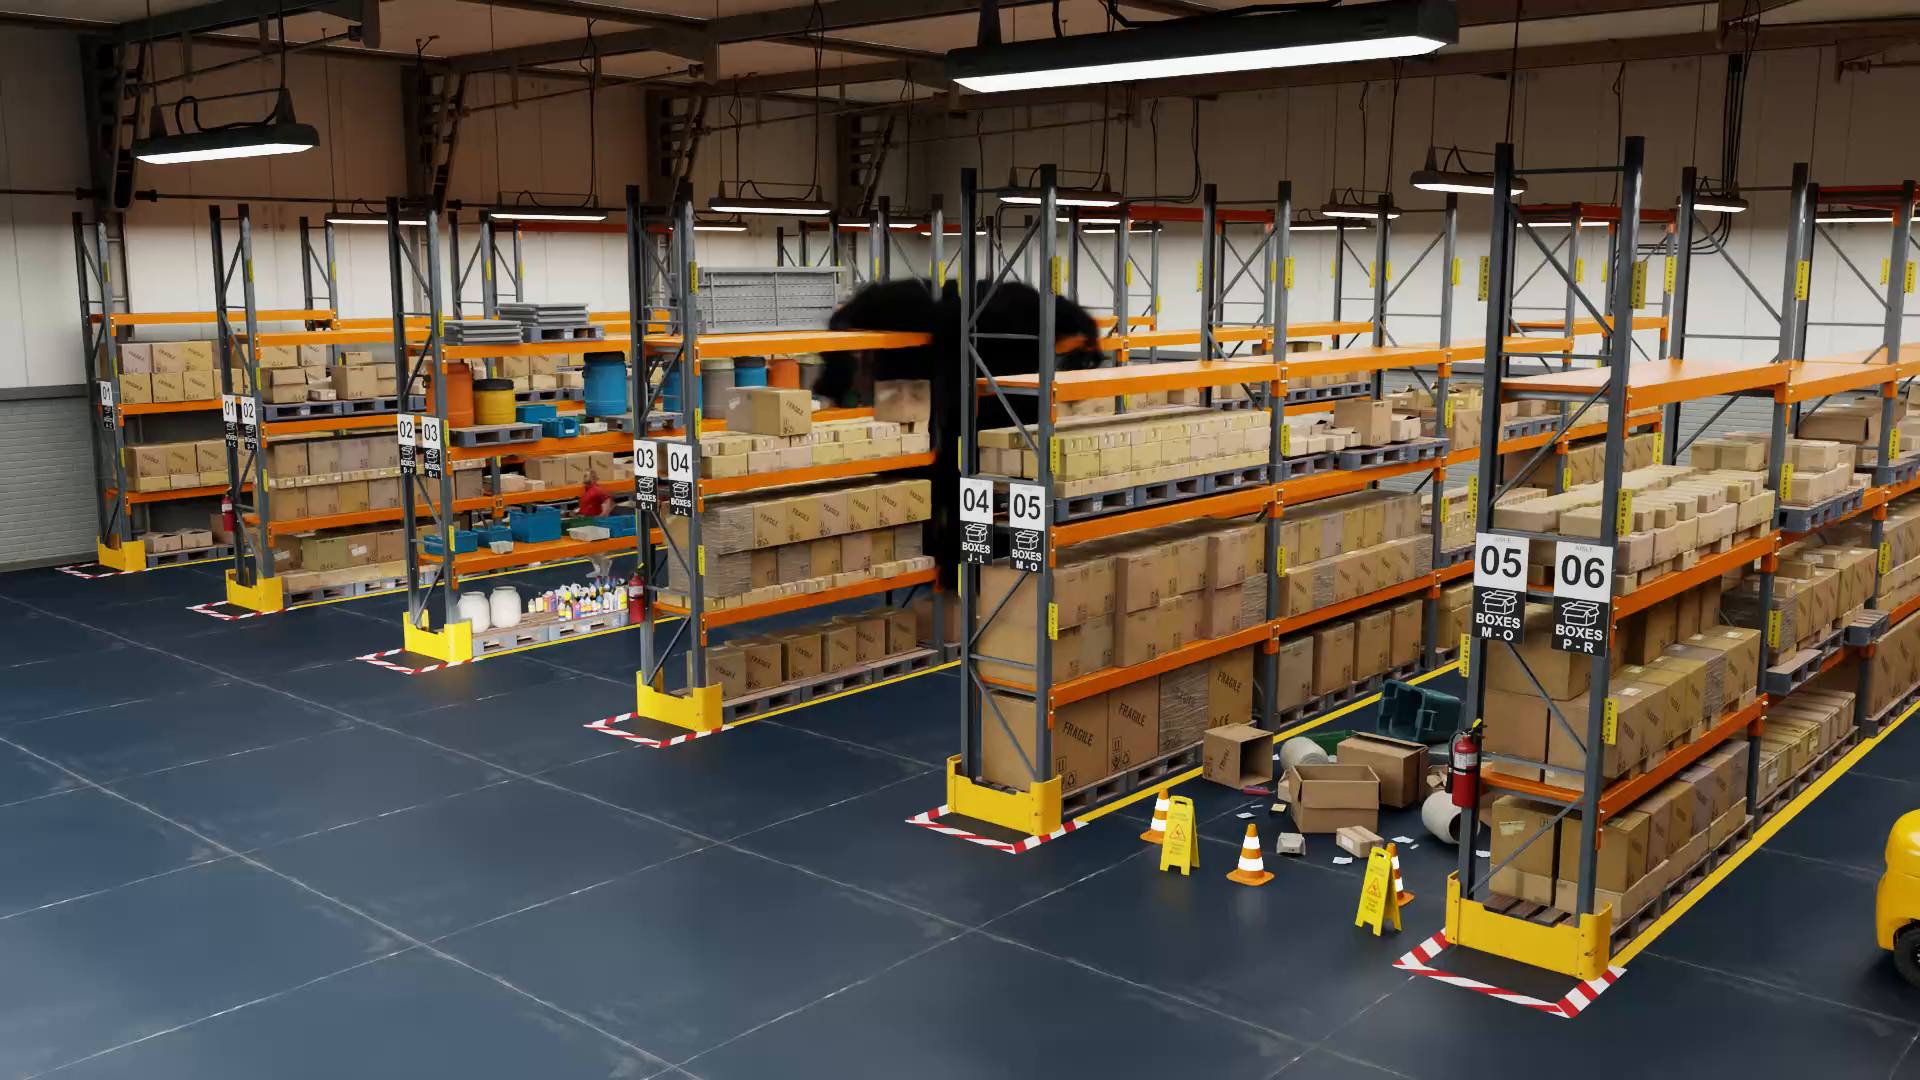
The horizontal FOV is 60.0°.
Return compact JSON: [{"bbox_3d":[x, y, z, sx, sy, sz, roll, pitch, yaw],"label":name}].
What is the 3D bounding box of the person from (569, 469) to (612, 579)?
[{"bbox_3d":[-5.763,-0.231,25.884,0.555,1.737,0.707,-7,12,-36],"label":"person"}]
